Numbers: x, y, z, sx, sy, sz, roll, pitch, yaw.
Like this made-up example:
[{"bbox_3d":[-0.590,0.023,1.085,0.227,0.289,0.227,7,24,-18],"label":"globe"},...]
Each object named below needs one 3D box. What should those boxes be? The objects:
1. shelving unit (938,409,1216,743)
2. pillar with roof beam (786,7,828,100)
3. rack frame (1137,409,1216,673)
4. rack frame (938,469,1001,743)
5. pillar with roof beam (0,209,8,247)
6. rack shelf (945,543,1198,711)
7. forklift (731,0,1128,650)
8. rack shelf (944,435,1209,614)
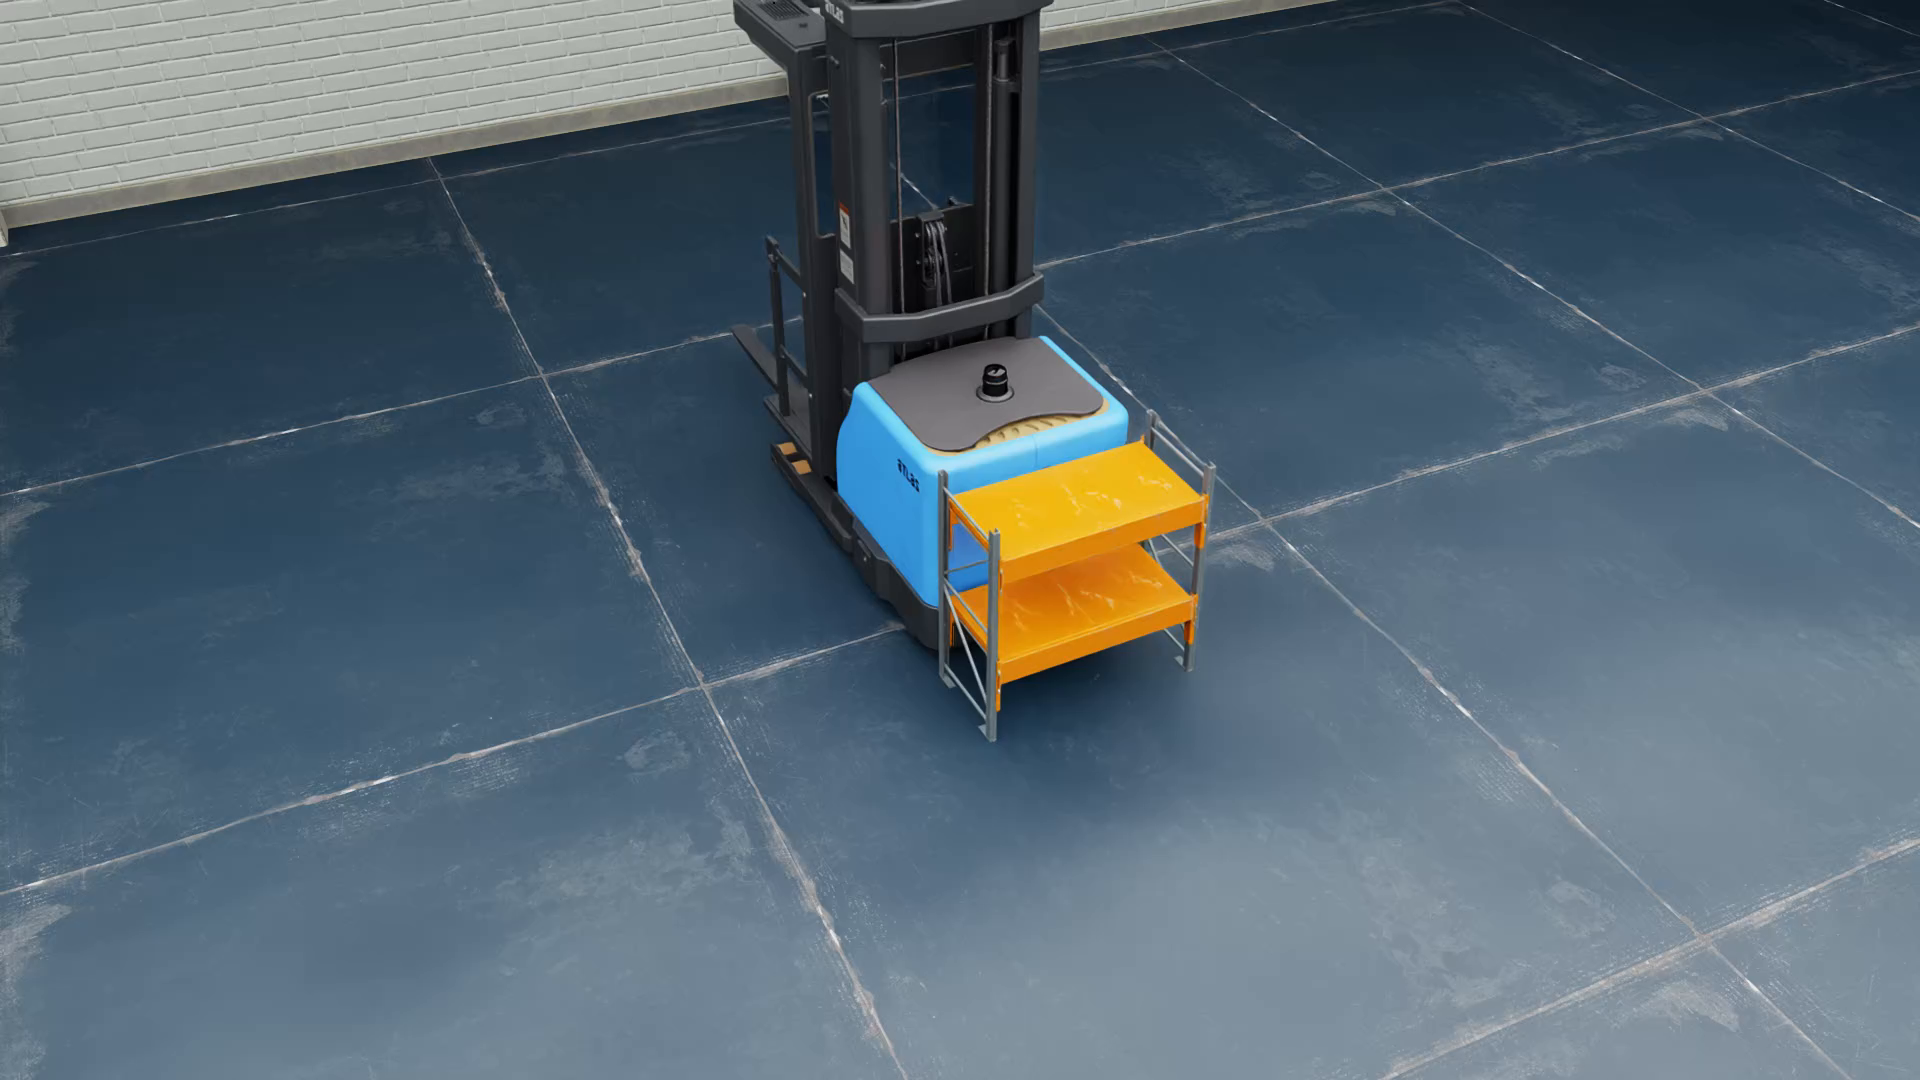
[{"bbox_3d":[0.485,0.154,7.239,1.048,1.125,0.538,-17,40,-21],"label":"shelving unit"},{"bbox_3d":[0.703,-4.797,7.307,0.400,9.000,9.100,-16,39,-20],"label":"pillar with roof beam"},{"bbox_3d":[0.938,0.017,7.424,0.032,1.125,0.500,-17,40,-21],"label":"rack frame"},{"bbox_3d":[0.032,0.292,7.053,0.032,1.125,0.500,-17,40,-21],"label":"rack frame"},{"bbox_3d":[-4.729,-3.279,5.260,0.400,9.000,9.100,-16,39,-20],"label":"pillar with roof beam"},{"bbox_3d":[0.485,0.350,7.385,1.000,0.278,0.538,-17,40,-21],"label":"rack shelf"},{"bbox_3d":[-0.351,-1.539,8.008,1.130,2.935,3.031,-17,40,-21],"label":"forklift"},{"bbox_3d":[0.486,-0.080,7.063,1.000,0.278,0.538,-17,40,-21],"label":"rack shelf"}]
